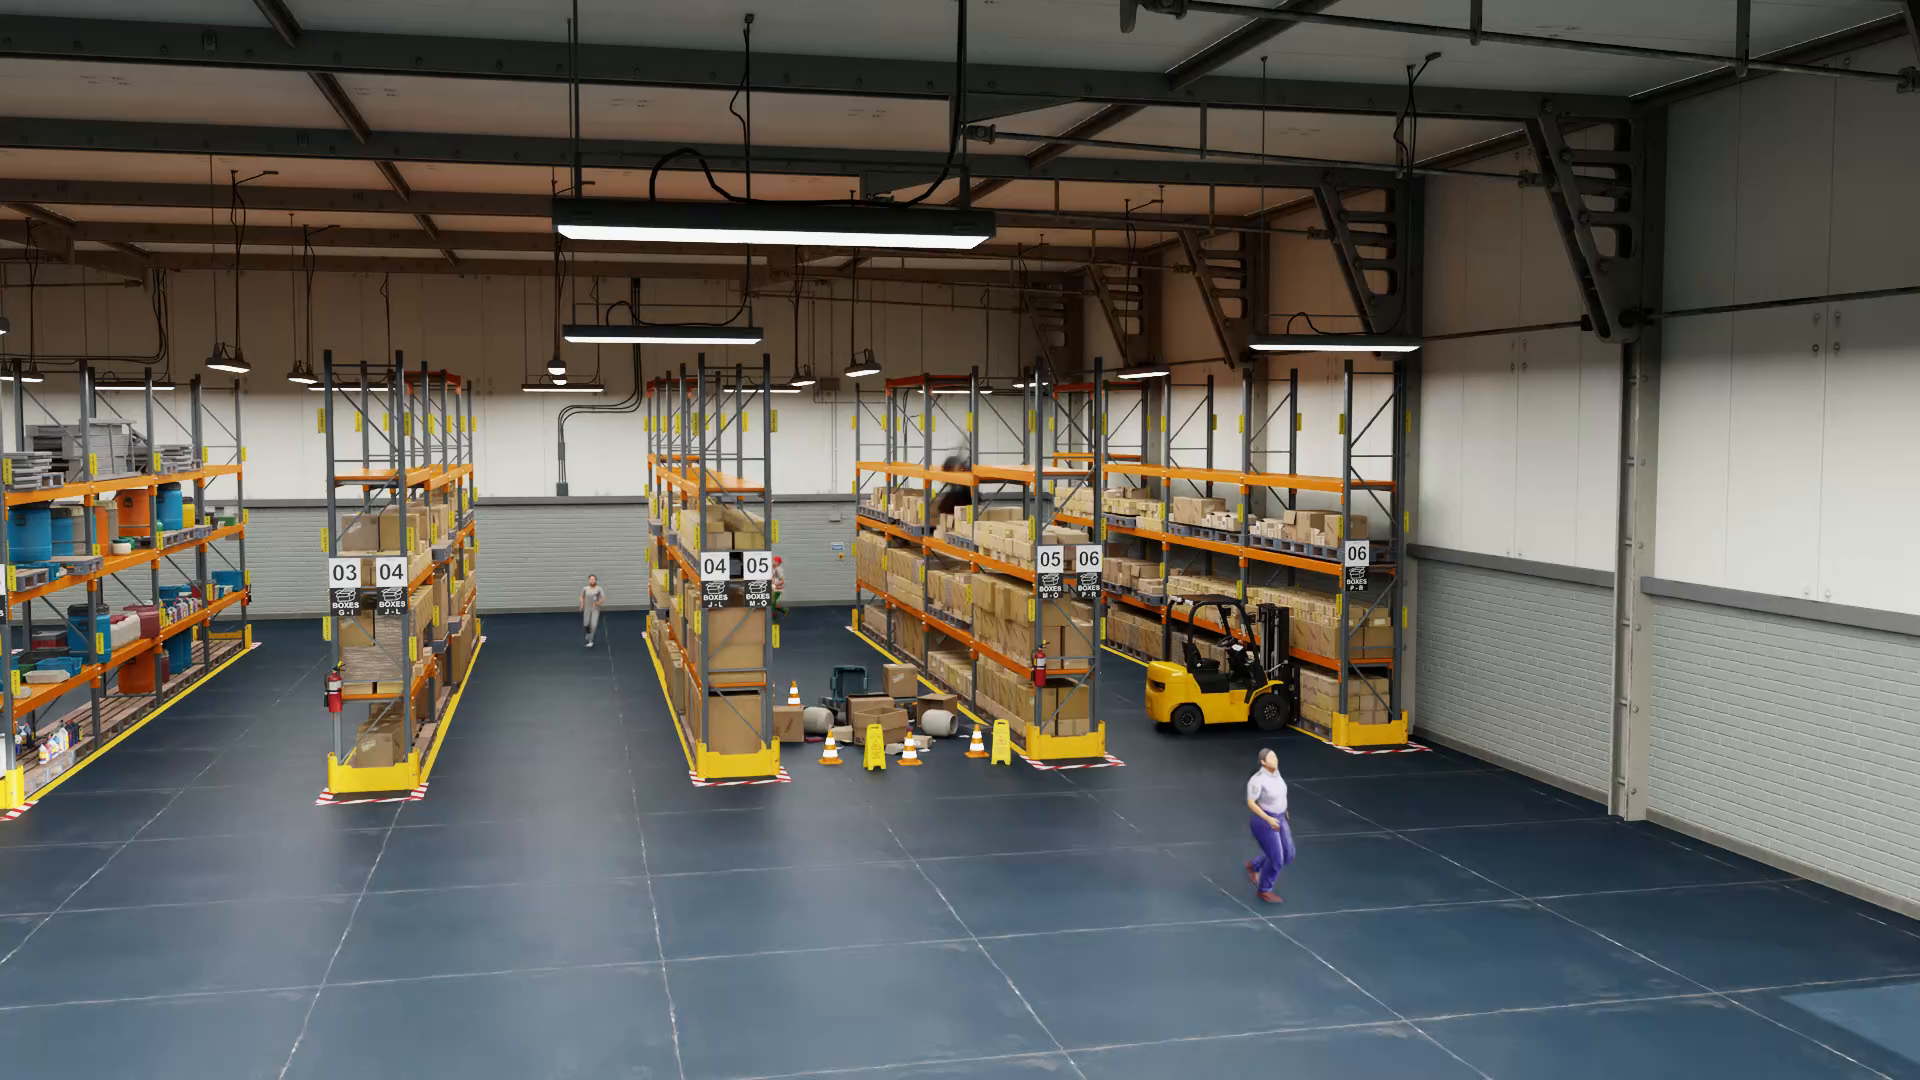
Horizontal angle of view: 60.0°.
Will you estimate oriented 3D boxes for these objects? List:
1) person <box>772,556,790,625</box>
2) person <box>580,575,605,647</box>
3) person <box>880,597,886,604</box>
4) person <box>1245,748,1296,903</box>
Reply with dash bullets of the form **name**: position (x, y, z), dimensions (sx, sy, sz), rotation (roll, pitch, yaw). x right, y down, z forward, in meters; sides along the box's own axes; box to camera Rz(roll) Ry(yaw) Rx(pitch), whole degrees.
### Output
- **person**: position (-4.509, 1.267, 41.242), dimensions (0.626, 1.739, 0.666), rotation (-1, 4, -16)
- **person**: position (-8.298, 1.590, 37.502), dimensions (0.572, 1.626, 0.568), rotation (0, 4, -5)
- **person**: position (-1.800, 1.259, 41.850), dimensions (0.596, 1.691, 0.758), rotation (1, 4, 11)
- **person**: position (3.250, 2.991, 17.536), dimensions (0.506, 1.616, 0.605), rotation (3, 5, 39)
